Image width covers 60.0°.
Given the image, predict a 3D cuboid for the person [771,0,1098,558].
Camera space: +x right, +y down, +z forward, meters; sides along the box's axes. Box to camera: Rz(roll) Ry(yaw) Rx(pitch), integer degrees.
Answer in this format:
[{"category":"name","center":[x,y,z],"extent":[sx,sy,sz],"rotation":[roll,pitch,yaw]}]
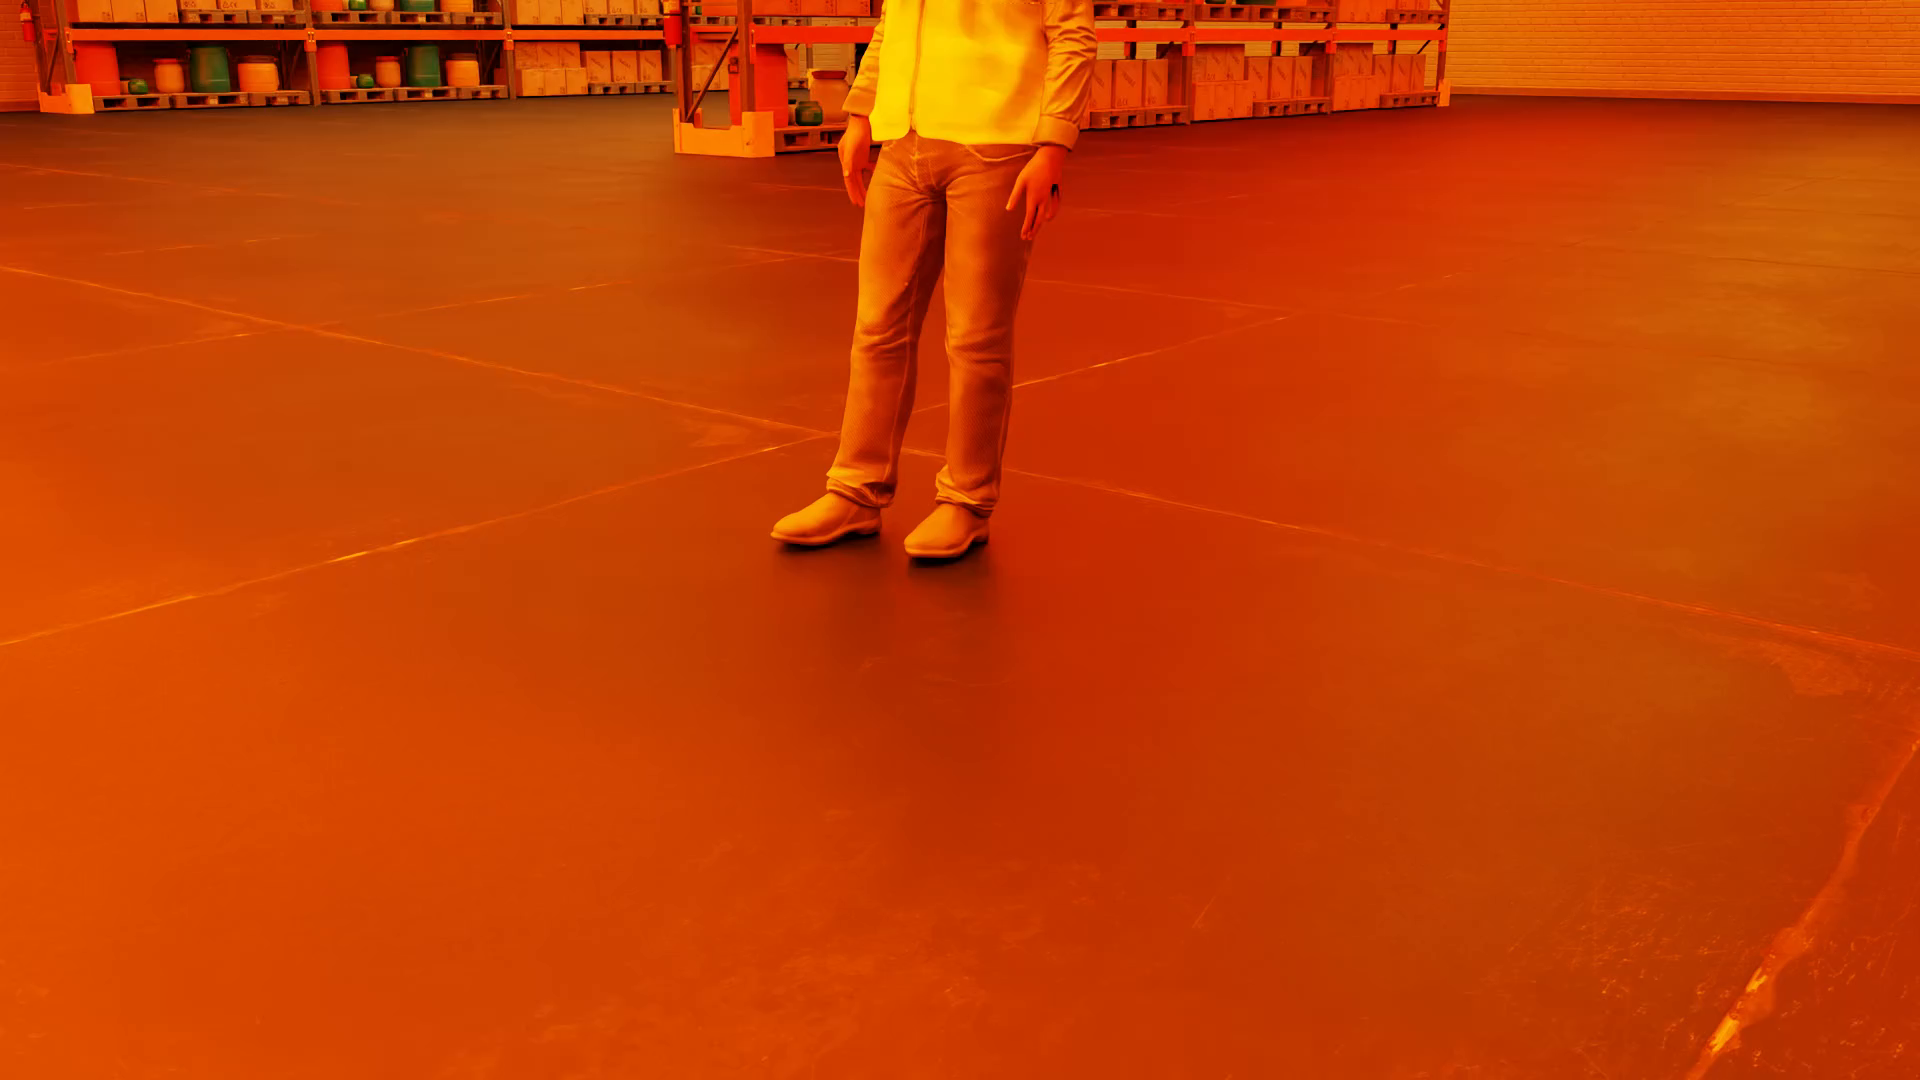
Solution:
[{"category":"person","center":[-0.046,-0.843,3.640],"extent":[0.633,1.775,0.566],"rotation":[13,21,37]}]
